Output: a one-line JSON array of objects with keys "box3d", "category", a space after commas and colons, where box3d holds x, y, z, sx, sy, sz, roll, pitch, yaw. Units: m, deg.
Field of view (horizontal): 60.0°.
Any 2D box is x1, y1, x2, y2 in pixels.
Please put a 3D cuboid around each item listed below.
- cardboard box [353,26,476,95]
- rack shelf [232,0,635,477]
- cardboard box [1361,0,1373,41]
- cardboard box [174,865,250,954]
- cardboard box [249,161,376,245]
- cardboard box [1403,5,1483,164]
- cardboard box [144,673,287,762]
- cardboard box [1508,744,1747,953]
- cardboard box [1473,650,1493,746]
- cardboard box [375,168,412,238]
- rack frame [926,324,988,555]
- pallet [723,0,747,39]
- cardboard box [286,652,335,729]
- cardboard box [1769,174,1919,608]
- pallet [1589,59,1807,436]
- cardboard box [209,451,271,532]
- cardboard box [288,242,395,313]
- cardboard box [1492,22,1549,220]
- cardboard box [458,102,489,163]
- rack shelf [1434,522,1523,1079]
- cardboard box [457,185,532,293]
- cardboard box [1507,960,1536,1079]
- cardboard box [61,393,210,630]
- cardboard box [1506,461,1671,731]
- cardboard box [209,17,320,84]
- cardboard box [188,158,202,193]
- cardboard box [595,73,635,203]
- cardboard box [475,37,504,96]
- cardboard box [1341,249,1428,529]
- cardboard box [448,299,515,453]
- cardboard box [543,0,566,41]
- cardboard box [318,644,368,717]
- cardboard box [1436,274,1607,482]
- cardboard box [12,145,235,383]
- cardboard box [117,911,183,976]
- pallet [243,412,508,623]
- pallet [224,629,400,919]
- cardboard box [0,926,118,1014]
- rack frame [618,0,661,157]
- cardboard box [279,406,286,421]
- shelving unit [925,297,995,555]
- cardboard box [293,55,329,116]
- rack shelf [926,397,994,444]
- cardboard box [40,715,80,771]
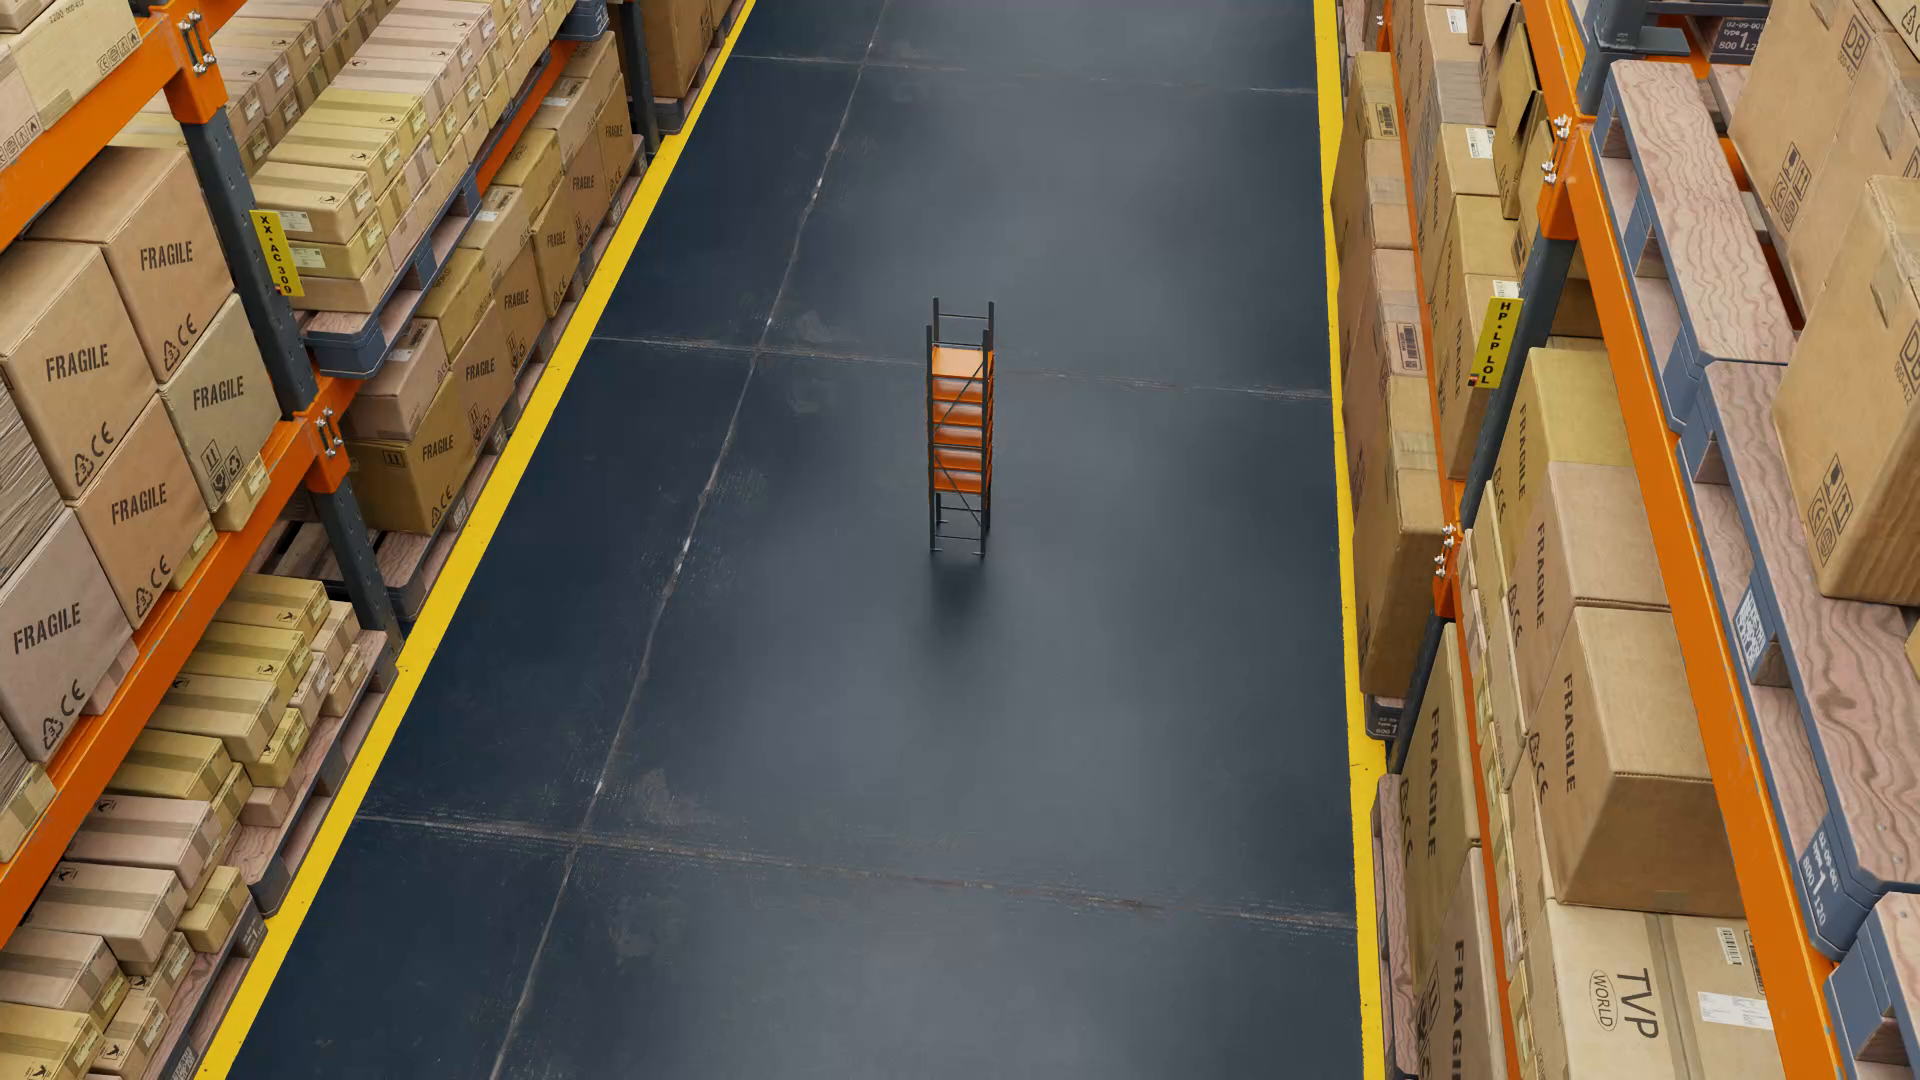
[{"box3d": [-2.135, -1.880, 6.520, 0.380, 0.149, 0.250, 5, 44, 5], "category": "cardboard box"}, {"box3d": [-2.514, -1.768, 7.481, 1.077, 0.370, 4.000, 5, 44, 6], "category": "rack shelf"}, {"box3d": [2.851, -3.349, 10.126, 0.700, 0.500, 0.500, 9, 44, 9], "category": "cardboard box"}, {"box3d": [-2.630, 1.220, 5.570, 0.380, 0.149, 0.250, 5, 44, 5], "category": "cardboard box"}, {"box3d": [-2.271, -1.170, 5.771, 0.380, 0.149, 0.250, 7, 44, 8], "category": "cardboard box"}, {"box3d": [2.189, -1.901, 7.026, 0.500, 0.500, 0.500, 5, 44, 5], "category": "cardboard box"}, {"box3d": [-2.588, 0.615, 5.777, 0.380, 0.149, 0.250, 5, 44, 5], "category": "cardboard box"}, {"box3d": [1.669, 0.788, 4.151, 0.500, 0.250, 0.500, 6, 44, 7], "category": "cardboard box"}, {"box3d": [1.687, 0.475, 4.772, 0.380, 0.149, 0.250, 7, 44, 7], "category": "cardboard box"}, {"box3d": [-2.238, -1.239, 6.060, 0.380, 0.149, 0.250, 4, 44, 5], "category": "cardboard box"}, {"box3d": [-0.010, -0.383, 6.804, 0.240, 1.200, 0.006, 5, 44, 6], "category": "rack frame"}, {"box3d": [-1.907, -3.739, 11.068, 1.003, 0.211, 1.213, 5, 44, 6], "category": "pallet"}, {"box3d": [-2.529, 0.538, 6.074, 0.380, 0.149, 0.250, 3, 44, 4], "category": "cardboard box"}, {"box3d": [1.795, -0.213, 2.682, 0.700, 0.500, 0.500, 7, 44, 7], "category": "cardboard box"}, {"box3d": [2.006, -0.647, 3.657, 1.003, 0.211, 1.213, 5, 44, 6], "category": "pallet"}, {"box3d": [-2.511, -0.174, 5.457, 0.380, 0.149, 0.250, 4, 44, 4], "category": "cardboard box"}, {"box3d": [-2.271, -0.954, 5.976, 0.380, 0.149, 0.250, 3, 44, 3], "category": "cardboard box"}, {"box3d": [2.303, -1.450, 5.819, 0.797, 0.503, 0.637, 6, 44, 6], "category": "cardboard box"}, {"box3d": [-2.135, -1.658, 6.719, 0.380, 0.149, 0.250, 3, 44, 4], "category": "cardboard box"}, {"box3d": [1.860, 1.478, 4.053, 1.077, 0.370, 4.000, 5, 44, 6], "category": "rack shelf"}, {"box3d": [-2.279, -1.373, 7.508, 0.500, 0.250, 0.500, 7, 44, 7], "category": "cardboard box"}, {"box3d": [1.551, 1.179, 4.029, 0.380, 0.149, 0.250, 4, 44, 4], "category": "cardboard box"}, {"box3d": [-2.632, -0.101, 4.909, 0.500, 0.500, 0.500, 4, 44, 4], "category": "cardboard box"}, {"box3d": [1.735, 0.166, 4.263, 0.500, 0.500, 0.500, 5, 44, 6], "category": "cardboard box"}, {"box3d": [-2.778, -1.940, 6.584, 0.380, 0.149, 0.250, 4, 44, 4], "category": "cardboard box"}, {"box3d": [-2.919, -1.235, 5.839, 0.380, 0.149, 0.250, 7, 44, 7], "category": "cardboard box"}, {"box3d": [-2.078, -2.165, 8.889, 0.500, 0.500, 0.500, 5, 44, 5], "category": "cardboard box"}, {"box3d": [-2.102, -1.957, 6.818, 0.380, 0.149, 0.250, 5, 44, 5], "category": "cardboard box"}, {"box3d": [2.306, -0.575, 6.937, 1.225, 0.875, 0.875, 4, 44, 4], "category": "cardboard box"}, {"box3d": [-2.350, -0.751, 7.397, 0.500, 0.500, 0.500, 7, 44, 7], "category": "cardboard box"}, {"box3d": [-1.998, -2.378, 7.479, 0.380, 0.149, 0.250, 3, 44, 4], "category": "cardboard box"}, {"box3d": [-2.493, 0.515, 6.315, 0.380, 0.149, 0.250, 6, 44, 6], "category": "cardboard box"}, {"box3d": [1.915, -0.526, 5.574, 0.500, 0.500, 0.500, 5, 44, 6], "category": "cardboard box"}, {"box3d": [-2.573, -0.829, 4.949, 0.500, 0.500, 0.500, 4, 44, 4], "category": "cardboard box"}, {"box3d": [-2.747, 1.240, 5.333, 0.380, 0.149, 0.250, 3, 44, 4], "category": "cardboard box"}, {"box3d": [-2.677, -0.184, 7.313, 1.003, 0.211, 1.213, 5, 44, 6], "category": "pallet"}, {"box3d": [-2.832, 0.807, 6.266, 1.003, 0.211, 1.213, 5, 44, 6], "category": "pallet"}, {"box3d": [-2.809, 1.322, 5.030, 0.380, 0.149, 0.250, 5, 44, 6], "category": "cardboard box"}, {"box3d": [-2.250, -3.392, 8.673, 1.000, 3.000, 0.127, 5, 44, 6], "category": "rack frame"}, {"box3d": [-2.931, -0.714, 6.812, 0.500, 0.250, 0.500, 4, 44, 4], "category": "cardboard box"}, {"box3d": [0.002, -0.446, 6.870, 0.258, 1.200, 0.189, 5, 44, 6], "category": "shelving unit"}, {"box3d": [-2.785, -1.837, 6.692, 0.380, 0.149, 0.250, 3, 44, 3], "category": "cardboard box"}, {"box3d": [0.002, -0.500, 6.818, 0.258, 0.103, 0.180, 5, 44, 6], "category": "rack shelf"}, {"box3d": [-2.756, 0.533, 4.710, 0.380, 0.149, 0.250, 5, 44, 5], "category": "cardboard box"}]
